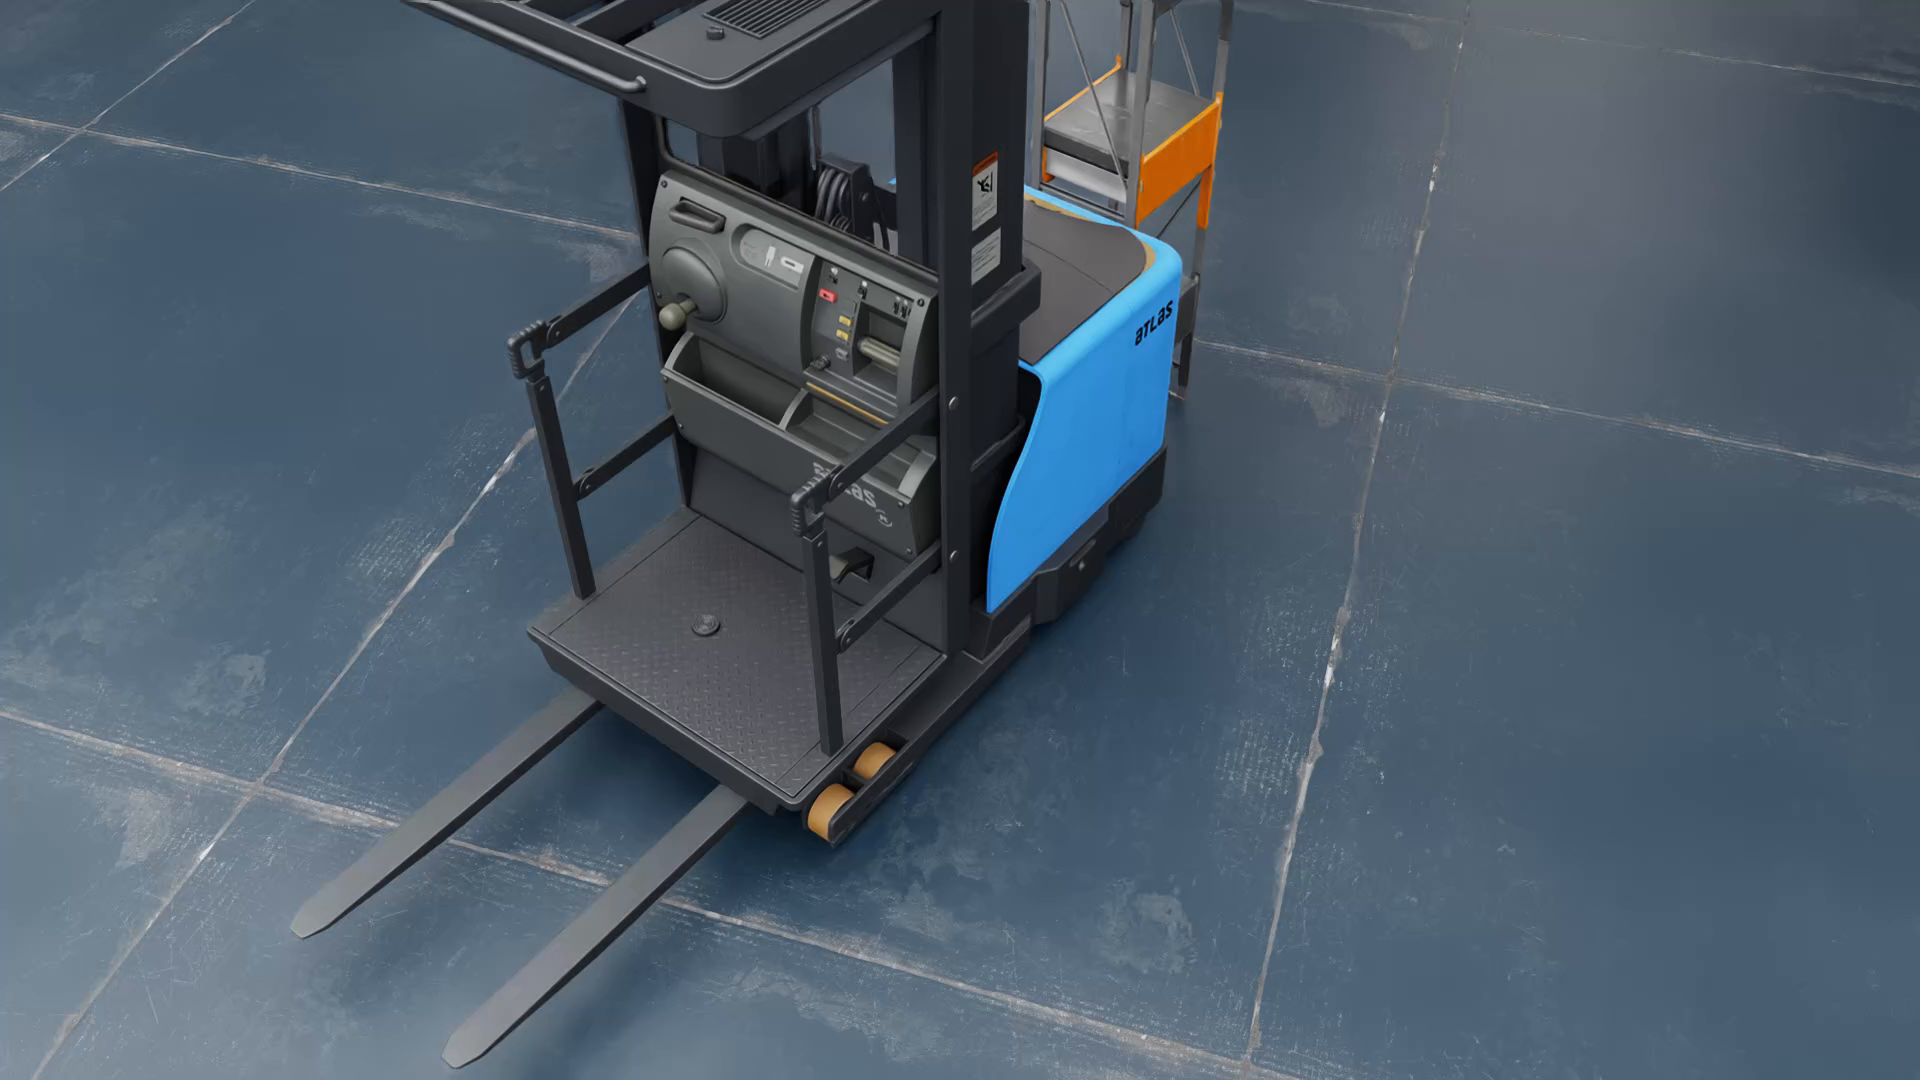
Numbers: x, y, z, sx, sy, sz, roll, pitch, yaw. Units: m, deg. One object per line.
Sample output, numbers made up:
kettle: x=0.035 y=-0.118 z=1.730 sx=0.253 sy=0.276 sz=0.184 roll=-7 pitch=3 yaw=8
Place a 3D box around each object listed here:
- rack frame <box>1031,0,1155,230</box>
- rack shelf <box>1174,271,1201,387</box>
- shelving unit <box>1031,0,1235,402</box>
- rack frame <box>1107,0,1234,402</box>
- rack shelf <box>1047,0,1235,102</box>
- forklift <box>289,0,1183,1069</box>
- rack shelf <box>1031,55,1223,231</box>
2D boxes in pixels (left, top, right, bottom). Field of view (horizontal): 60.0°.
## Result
rack frame: x=0.395 y=-1.089 z=5.362 sx=0.400 sy=2.100 sz=0.015 roll=28 pitch=51 yaw=26
rack shelf: x=0.544 y=-0.715 z=5.999 sx=0.431 sy=0.518 sz=0.480 roll=28 pitch=51 yaw=26
shelving unit: x=0.544 y=-1.225 z=5.500 sx=0.431 sy=2.100 sz=0.503 roll=28 pitch=51 yaw=26
rack frame: x=0.692 y=-1.360 z=5.639 sx=0.400 sy=2.100 sz=0.015 roll=28 pitch=51 yaw=26
rack shelf: x=0.544 y=-1.715 z=5.020 sx=0.431 sy=0.518 sz=0.480 roll=28 pitch=51 yaw=26
forklift: x=-0.588 y=-0.565 z=4.232 sx=1.130 sy=2.935 sz=3.031 roll=28 pitch=51 yaw=26
rack shelf: x=0.544 y=-1.215 z=5.510 sx=0.431 sy=0.518 sz=0.480 roll=28 pitch=51 yaw=26
